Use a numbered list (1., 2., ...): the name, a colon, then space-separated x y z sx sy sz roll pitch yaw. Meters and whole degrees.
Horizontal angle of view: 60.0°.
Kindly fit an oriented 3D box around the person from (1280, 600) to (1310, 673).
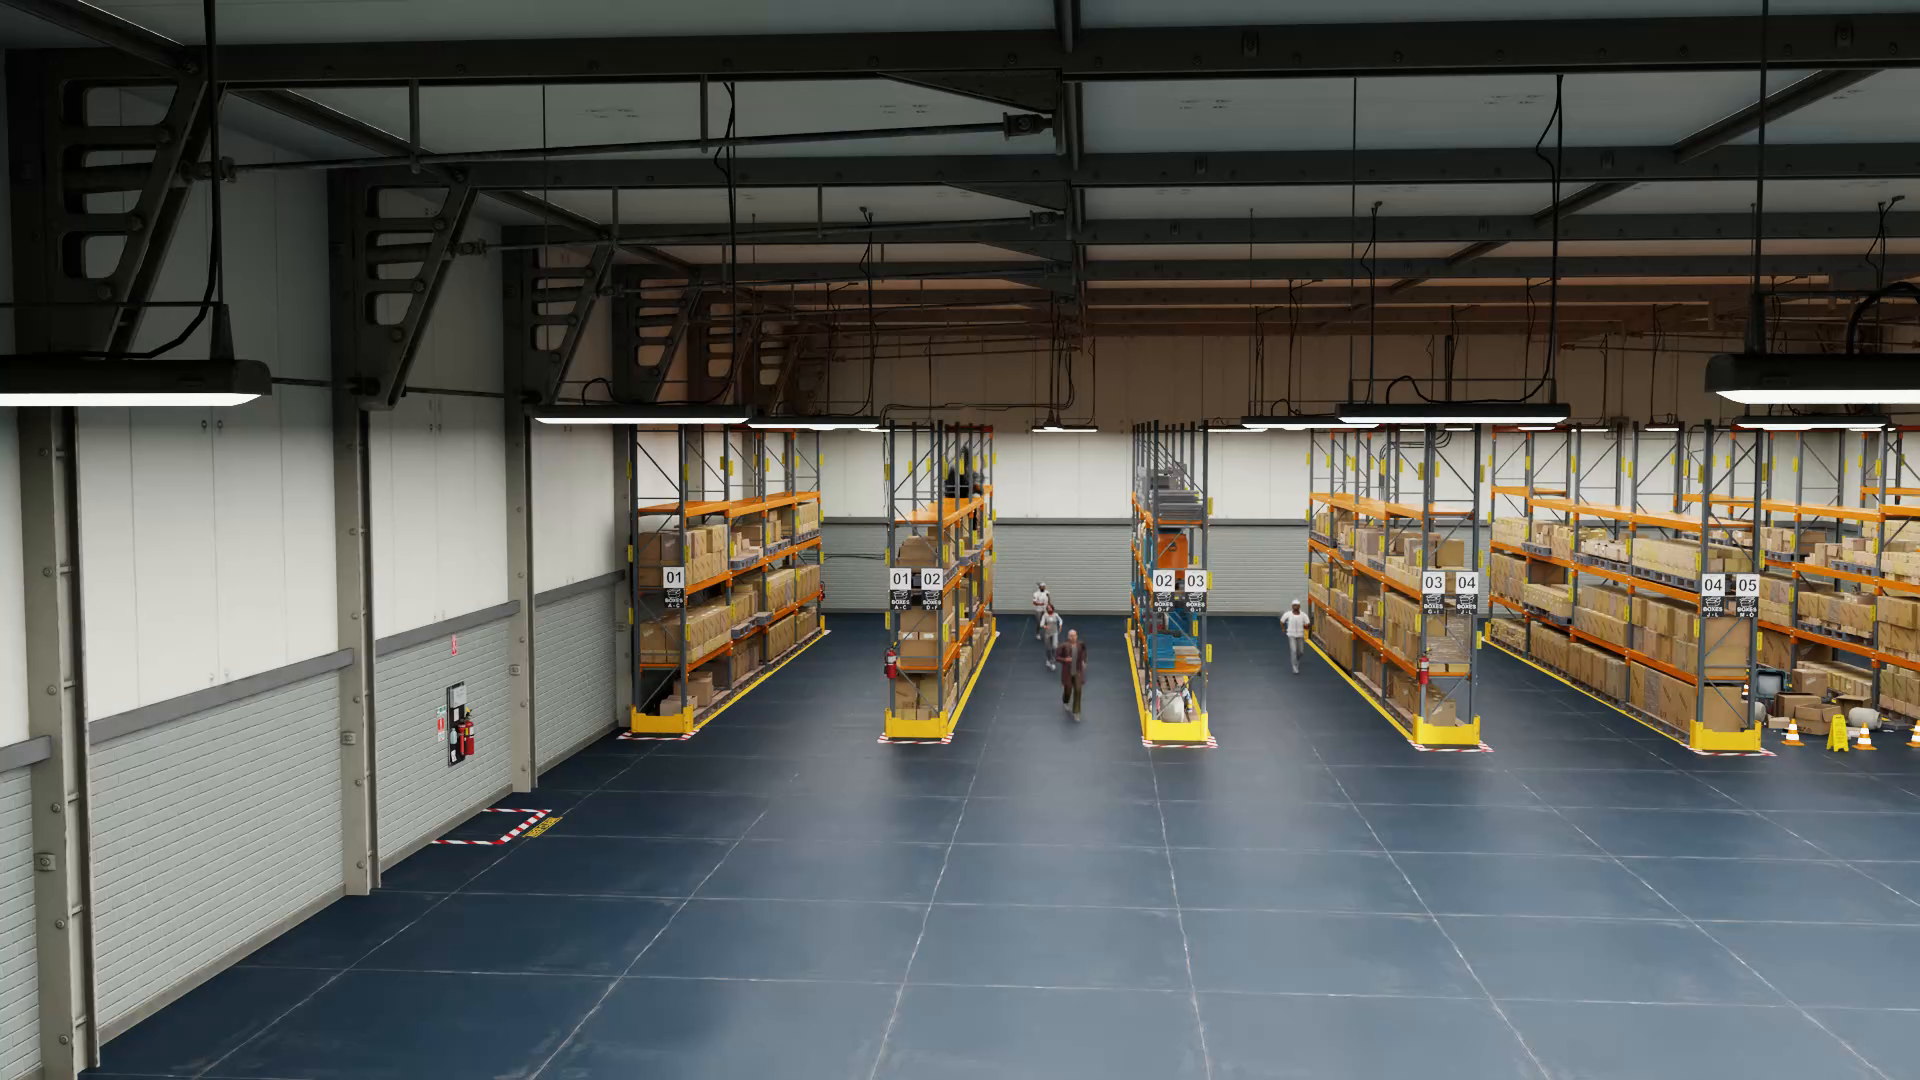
1. person: 8.091 2.313 40.088 0.715 1.745 0.900 0 4 1

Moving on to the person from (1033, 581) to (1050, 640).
1. person: 2.255 1.984 45.956 0.531 1.730 0.880 -1 4 -10

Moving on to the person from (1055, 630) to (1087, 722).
1. person: 2.262 2.719 33.619 0.696 1.827 1.045 -1 4 -8

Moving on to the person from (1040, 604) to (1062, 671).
1. person: 2.235 2.363 40.650 0.519 1.625 0.729 0 4 3
